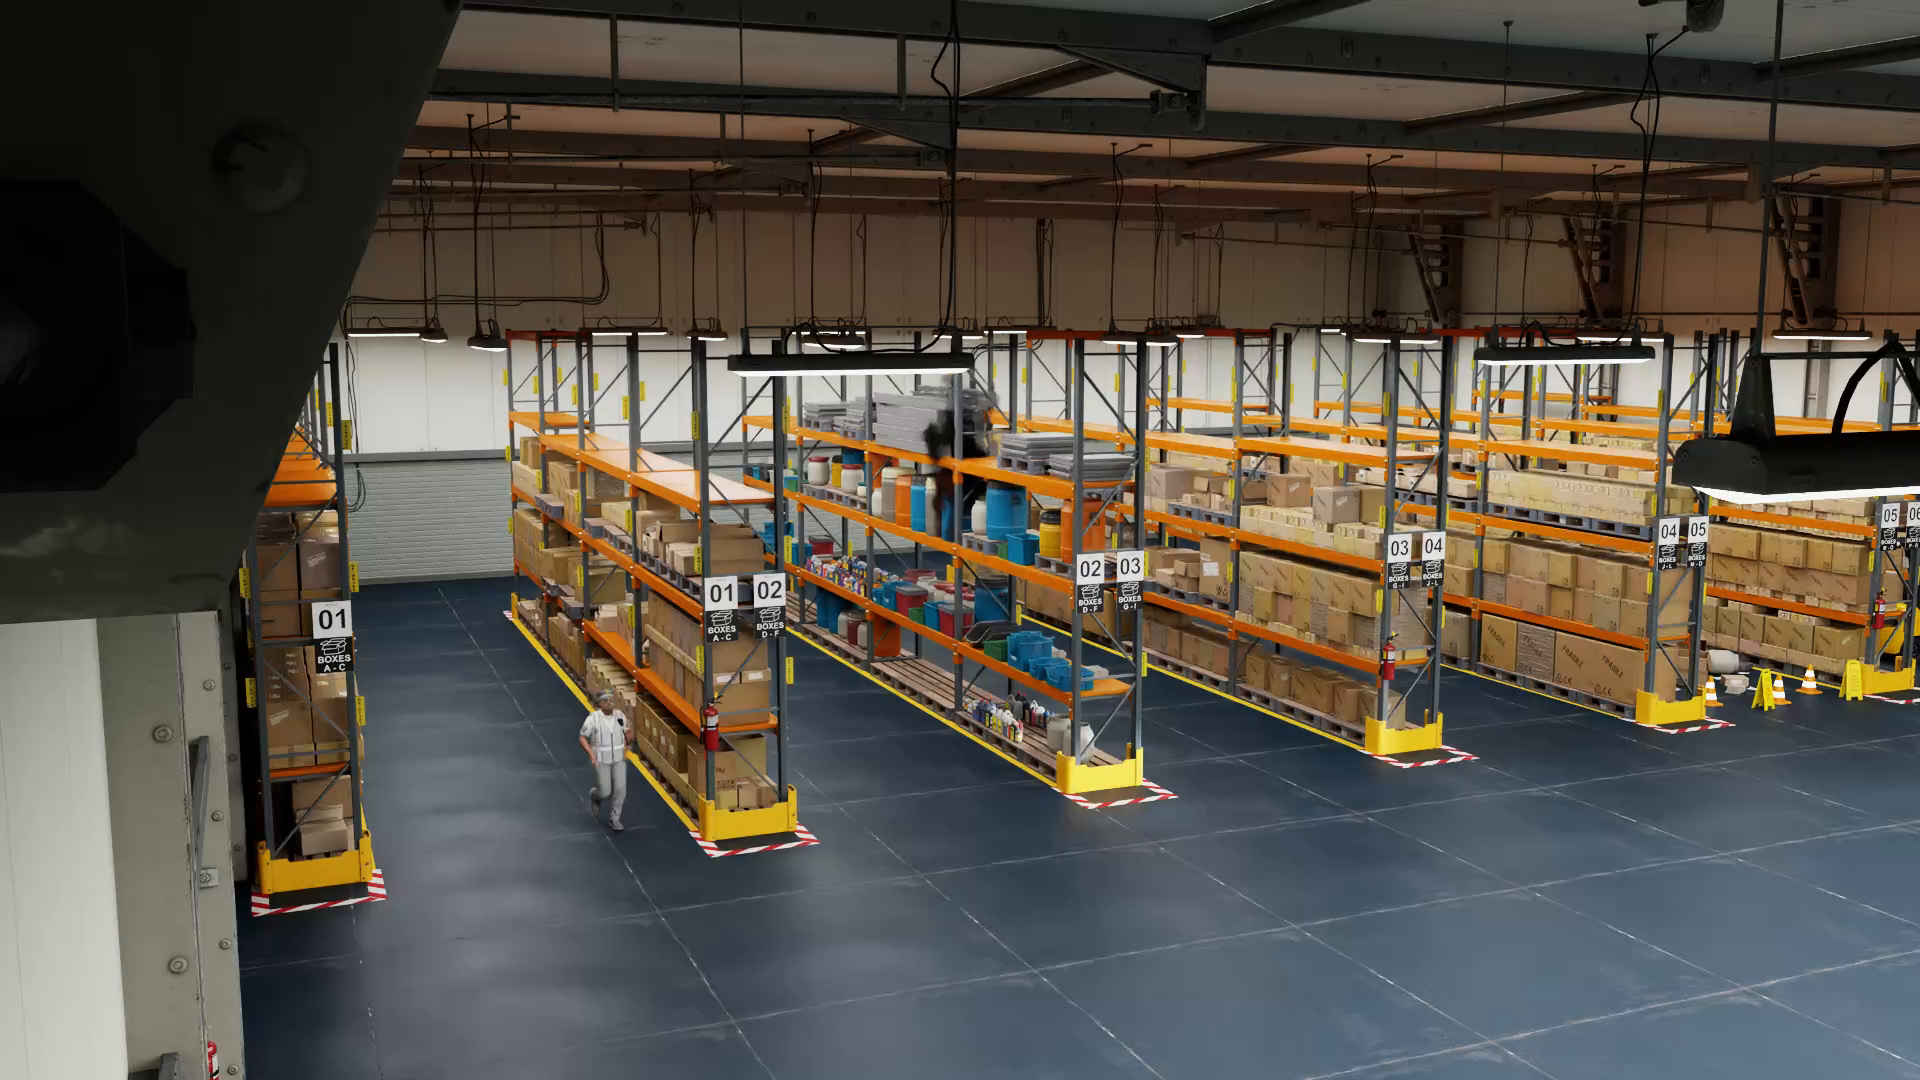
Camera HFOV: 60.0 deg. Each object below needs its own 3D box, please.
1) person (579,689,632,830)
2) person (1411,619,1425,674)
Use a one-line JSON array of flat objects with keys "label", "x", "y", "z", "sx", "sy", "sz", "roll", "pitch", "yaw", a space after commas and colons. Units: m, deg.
[{"label": "person", "x": -4.347, "y": 2.684, "z": 20.579, "sx": 0.661, "sy": 1.725, "sz": 0.663, "roll": -4, "pitch": 9, "yaw": -30}, {"label": "person", "x": 7.971, "y": 1.586, "z": 29.502, "sx": 0.558, "sy": 1.492, "sz": 0.750, "roll": -4, "pitch": 9, "yaw": -25}]
